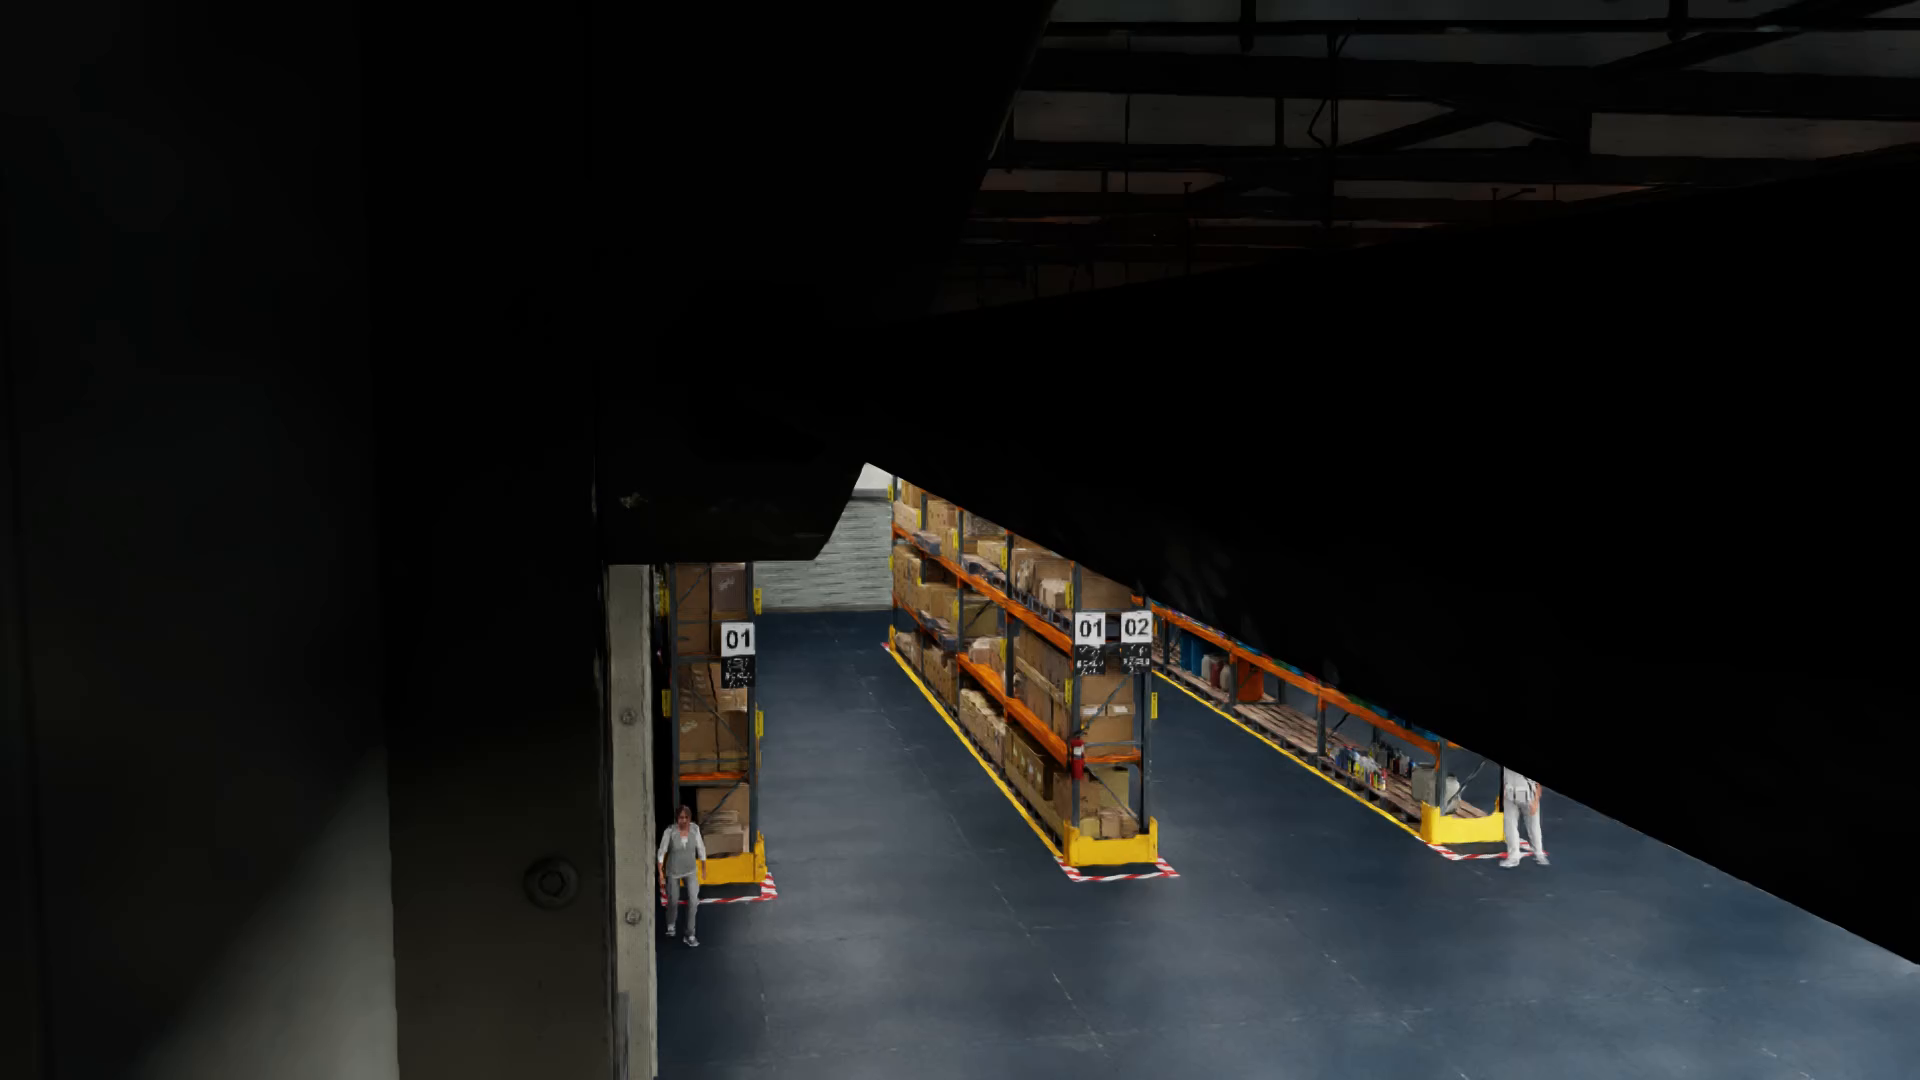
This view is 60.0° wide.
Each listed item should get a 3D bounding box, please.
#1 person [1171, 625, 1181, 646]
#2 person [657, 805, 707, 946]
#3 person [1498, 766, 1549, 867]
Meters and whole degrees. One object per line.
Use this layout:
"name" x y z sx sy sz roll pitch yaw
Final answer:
"person" 4.809 1.577 36.283 0.493 1.673 0.584 0 6 -1
"person" -3.046 3.602 18.133 0.544 1.562 0.608 -2 7 -19
"person" 7.064 3.218 20.819 0.635 1.738 0.587 -6 9 -44
